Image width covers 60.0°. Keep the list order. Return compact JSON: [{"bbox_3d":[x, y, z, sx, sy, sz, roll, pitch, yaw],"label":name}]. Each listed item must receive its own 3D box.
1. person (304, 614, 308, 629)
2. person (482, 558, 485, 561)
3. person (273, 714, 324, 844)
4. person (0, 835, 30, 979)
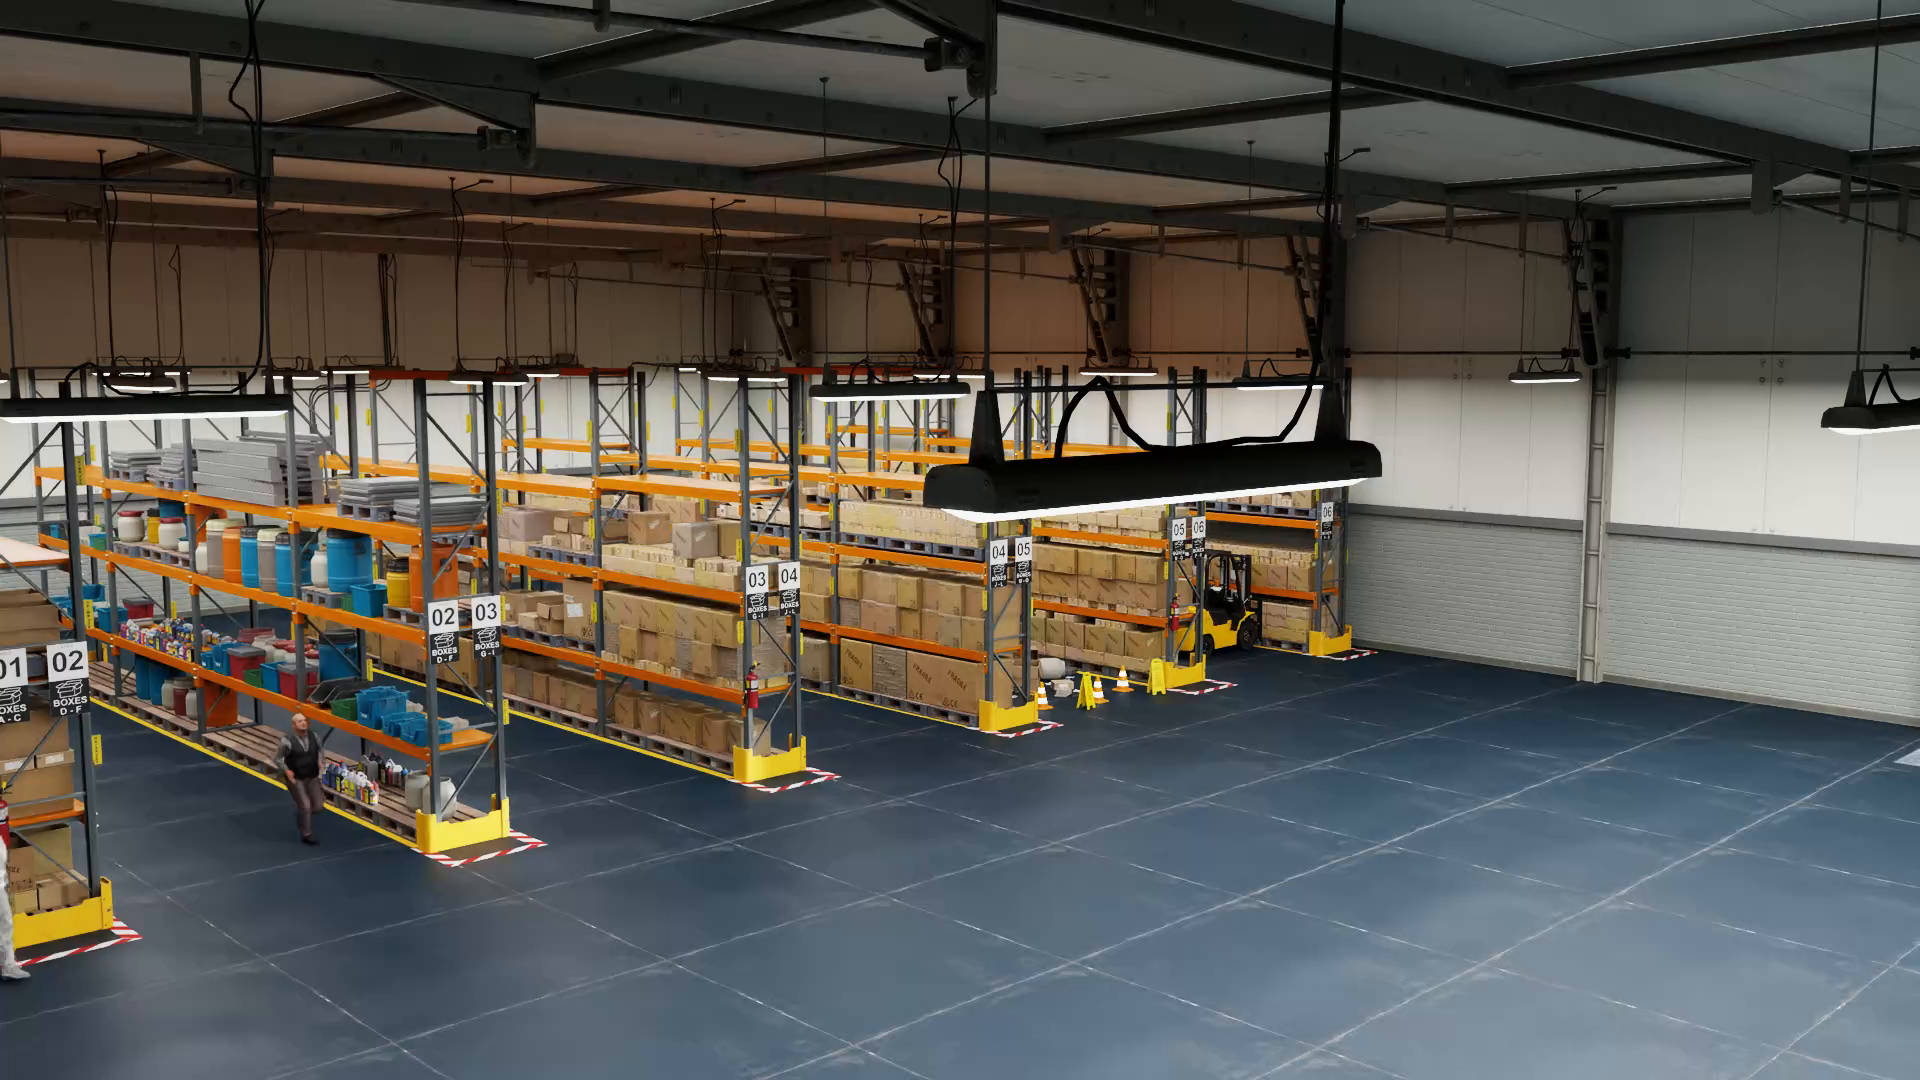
[{"bbox_3d":[-14.482,1.246,37.222,0.596,1.752,0.725,-5,8,-35],"label":"person"},{"bbox_3d":[-10.926,1.217,37.660,0.670,1.721,0.580,-5,8,-35],"label":"person"},{"bbox_3d":[-8.540,3.074,21.496,0.640,1.680,0.610,6,9,42],"label":"person"},{"bbox_3d":[-9.869,3.545,16.873,0.983,1.749,0.744,0,6,3],"label":"person"}]
